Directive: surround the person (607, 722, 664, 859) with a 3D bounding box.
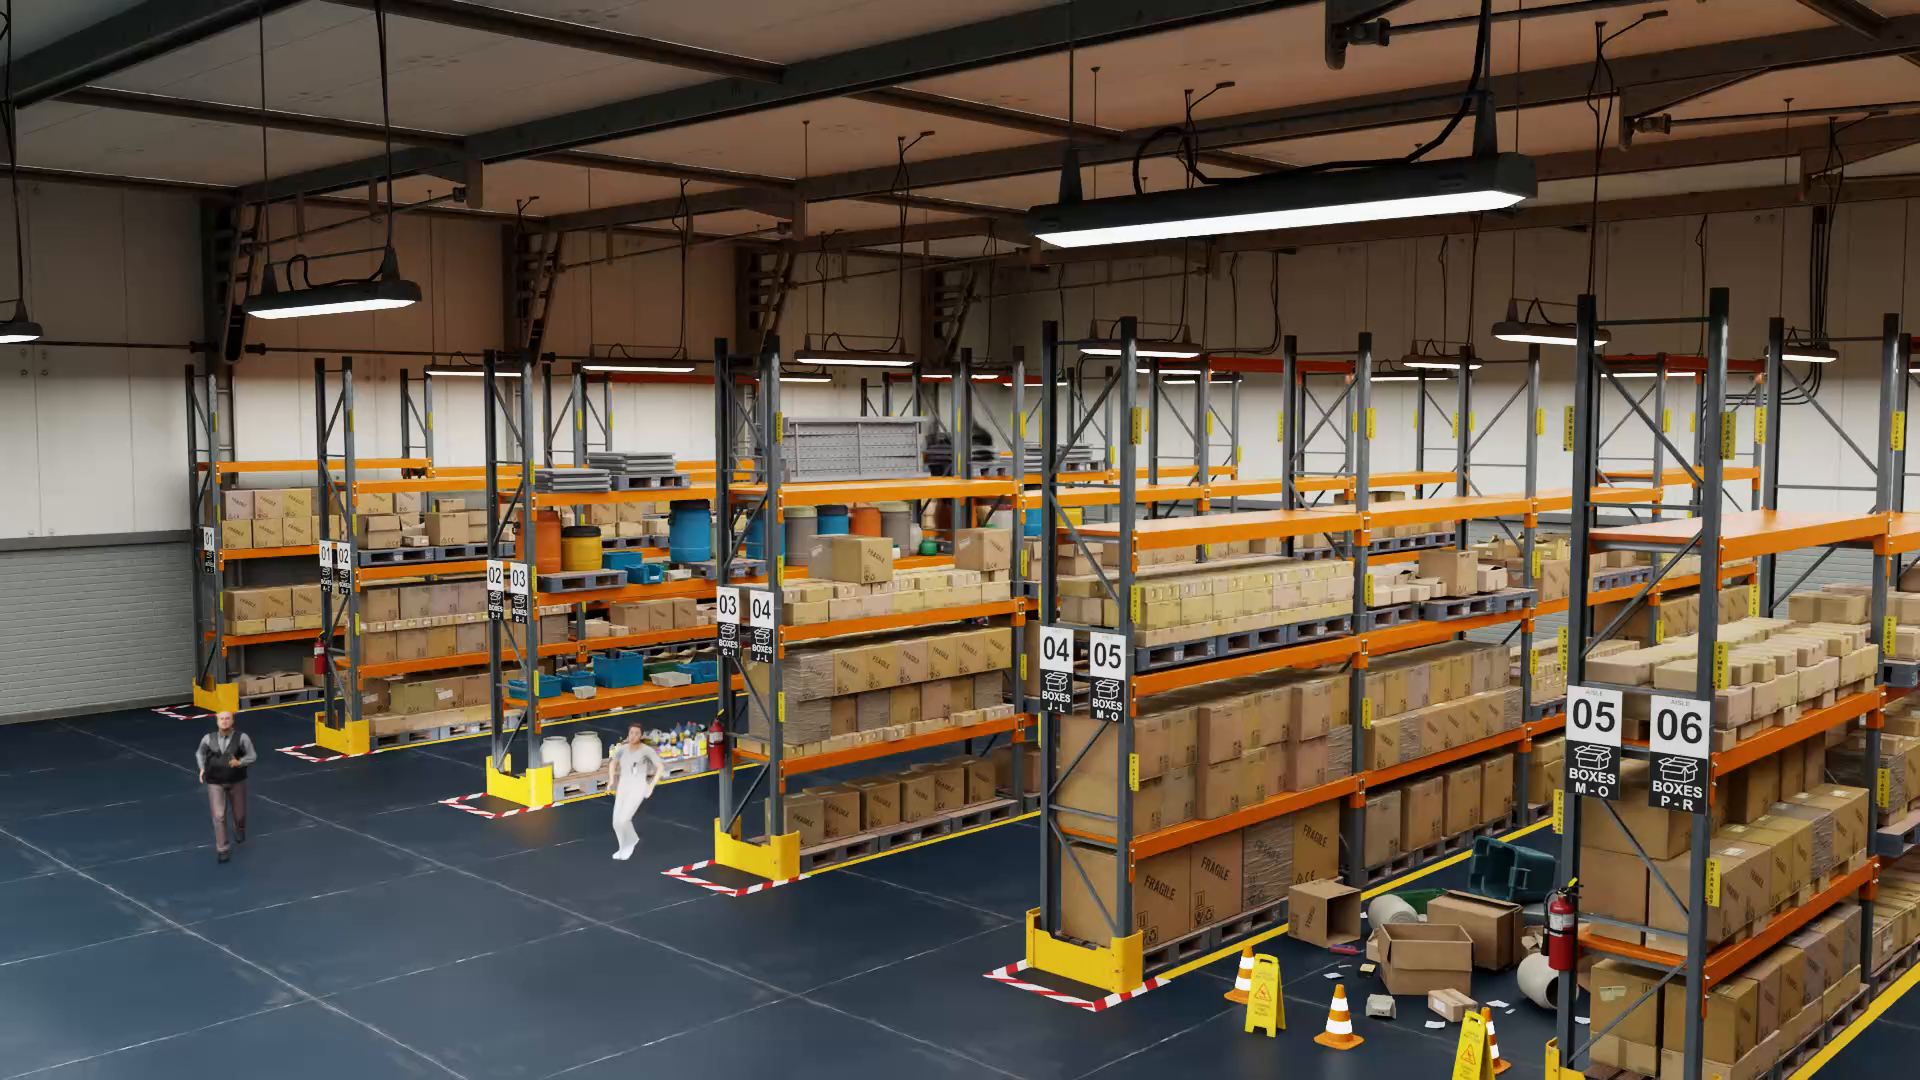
[{"bbox_3d":[-3.762,2.893,19.061,0.625,1.618,0.578,2,5,21],"label":"person"}]

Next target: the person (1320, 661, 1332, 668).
[{"bbox_3d":[5.213,2.534,23.902,0.506,1.583,0.656,3,5,32],"label":"person"}]

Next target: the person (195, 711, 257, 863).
[{"bbox_3d":[-8.521,2.828,19.319,0.667,1.699,0.915,-2,5,-20],"label":"person"}]
